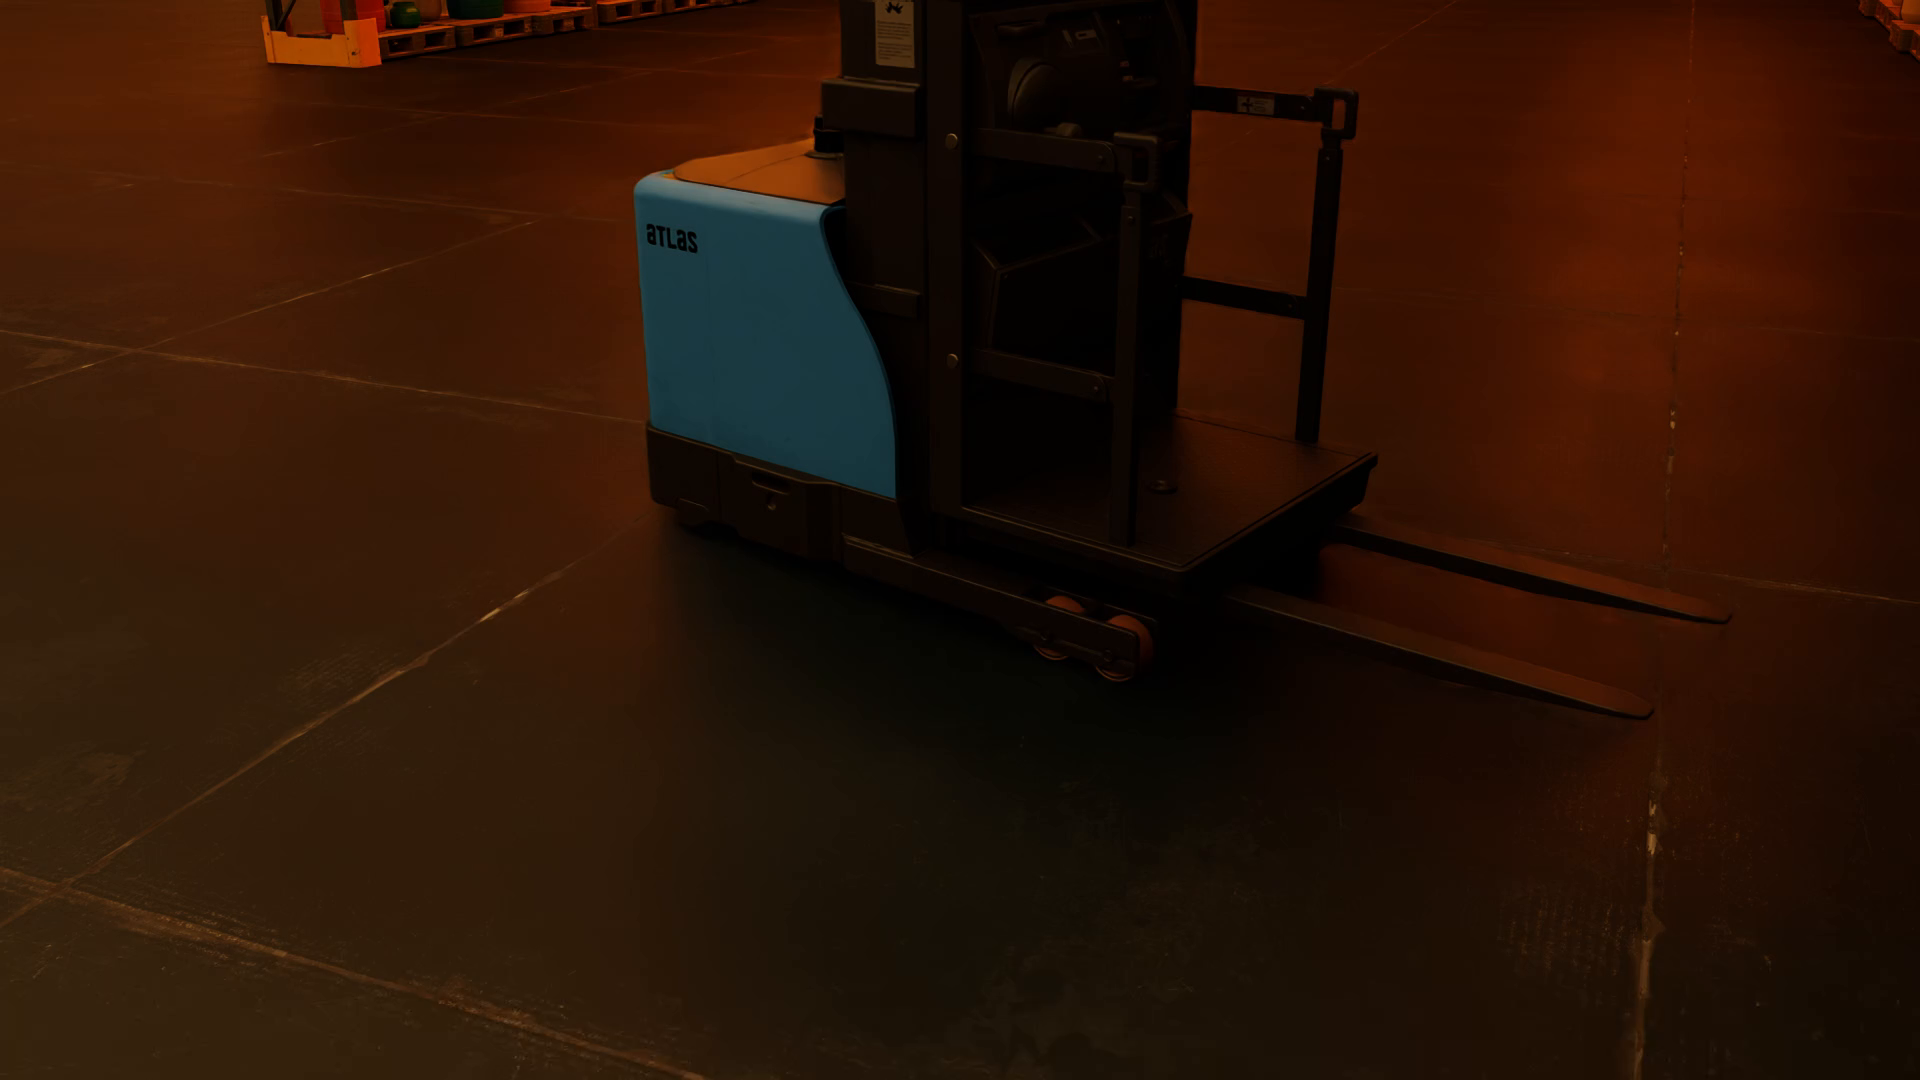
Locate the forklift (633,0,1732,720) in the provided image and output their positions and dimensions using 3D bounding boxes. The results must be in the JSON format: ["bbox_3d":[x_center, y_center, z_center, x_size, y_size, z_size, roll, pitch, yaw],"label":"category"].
[{"bbox_3d":[0.497,-1.223,4.218,3.031,2.935,1.130,17,28,35],"label":"forklift"}]
